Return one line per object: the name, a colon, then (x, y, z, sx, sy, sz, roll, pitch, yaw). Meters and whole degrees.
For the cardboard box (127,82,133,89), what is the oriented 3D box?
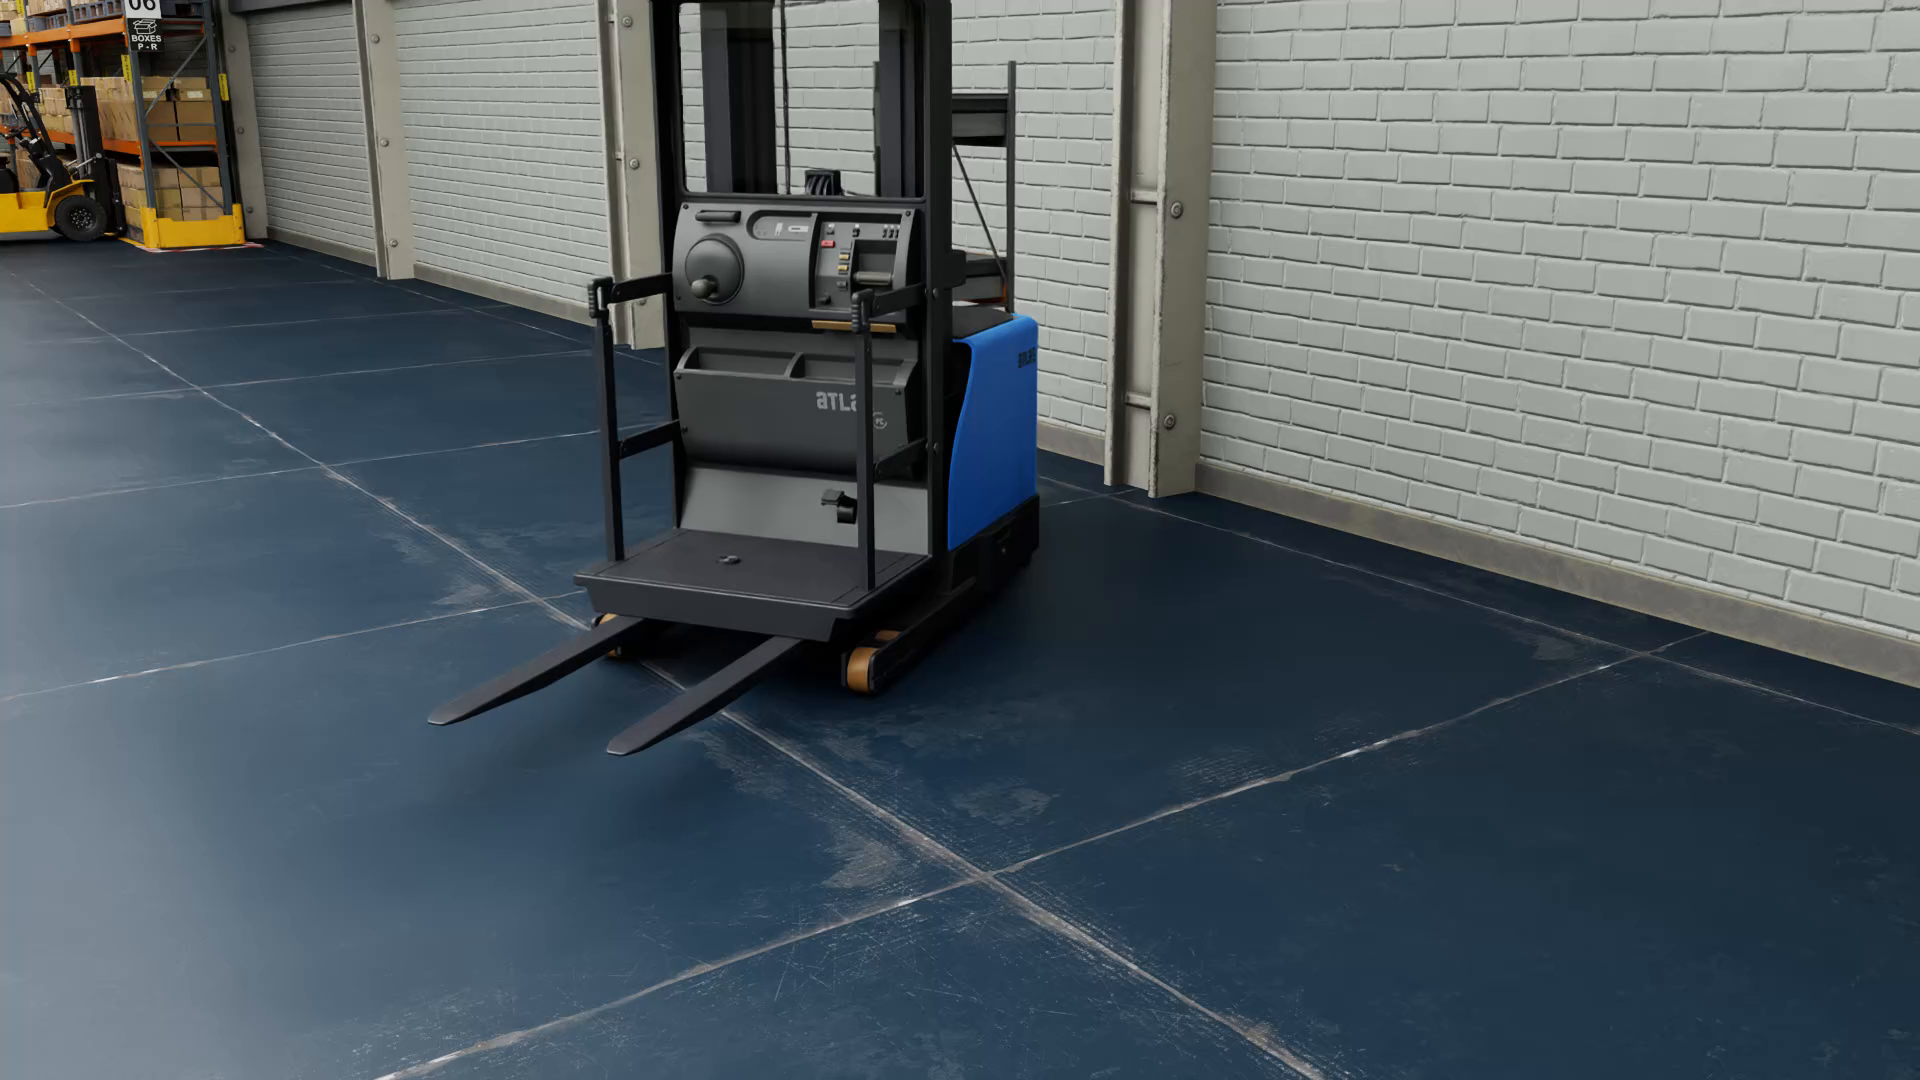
cardboard box: (-10.469, -5.873, 21.371, 0.380, 0.149, 0.250, -11, 19, -34)

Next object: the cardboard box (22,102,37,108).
cardboard box: (-15.504, -7.291, 28.020, 0.500, 0.250, 0.500, -12, 19, -37)

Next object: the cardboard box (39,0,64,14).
cardboard box: (-13.794, -8.321, 25.441, 0.500, 0.500, 0.500, -10, 18, -33)

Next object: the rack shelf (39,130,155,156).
rack shelf: (-13.445, -6.211, 25.951, 1.077, 0.370, 4.000, -11, 19, -35)

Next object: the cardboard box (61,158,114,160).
cardboard box: (-14.266, -5.907, 27.180, 0.875, 0.625, 0.625, -10, 18, -33)

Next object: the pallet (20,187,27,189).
pallet: (-16.464, -6.327, 30.292, 1.003, 0.211, 1.213, -11, 19, -35)

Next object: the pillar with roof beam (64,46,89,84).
pillar with roof beam: (-20.136, -10.353, 28.358, 9.100, 9.000, 0.400, -11, 19, -35)

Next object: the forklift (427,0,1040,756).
forklift: (-0.675, -1.012, 5.722, 1.130, 2.935, 3.031, 6, 16, 21)

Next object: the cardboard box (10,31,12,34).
cardboard box: (-17.424, -9.196, 30.287, 0.380, 0.149, 0.250, -11, 19, -35)

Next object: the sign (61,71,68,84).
sign: (-16.526, -8.485, 30.702, 0.100, 0.325, 0.005, -11, 19, -35)

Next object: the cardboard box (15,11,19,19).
cardboard box: (-15.760, -8.869, 28.146, 0.380, 0.149, 0.250, -10, 18, -33)

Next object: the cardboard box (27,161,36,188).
cardboard box: (-15.960, -6.367, 29.097, 0.500, 0.500, 0.500, -12, 19, -37)

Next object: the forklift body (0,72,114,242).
forklift body: (-12.508, -4.989, 21.732, 2.313, 2.155, 1.214, -11, 19, -35)

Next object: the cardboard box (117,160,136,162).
cardboard box: (-11.946, -5.227, 23.511, 0.500, 0.250, 0.500, -11, 19, -34)

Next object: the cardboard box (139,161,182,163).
cardboard box: (-11.227, -5.199, 23.408, 0.500, 0.250, 0.500, -11, 19, -34)

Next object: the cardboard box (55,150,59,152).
cardboard box: (-16.215, -7.009, 30.215, 0.380, 0.149, 0.250, -11, 19, -34)

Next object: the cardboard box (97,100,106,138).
cardboard box: (-11.601, -5.828, 22.997, 0.500, 0.500, 0.500, -11, 19, -35)

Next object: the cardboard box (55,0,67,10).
cardboard box: (-12.892, -7.903, 24.269, 0.500, 0.311, 0.500, -12, 19, -36)

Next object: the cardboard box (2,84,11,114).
cardboard box: (-16.565, -7.842, 29.560, 0.700, 0.500, 0.500, -11, 19, -34)

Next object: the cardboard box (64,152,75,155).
cardboard box: (-15.479, -6.723, 29.167, 0.380, 0.149, 0.250, -11, 19, -34)

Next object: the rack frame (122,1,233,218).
rack frame: (-9.918, -5.277, 21.175, 1.000, 3.000, 0.127, -11, 19, -35)

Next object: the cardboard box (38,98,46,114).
cardboard box: (-14.578, -7.018, 26.871, 0.500, 0.250, 0.500, -11, 19, -35)

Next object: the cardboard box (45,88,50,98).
cardboard box: (-14.342, -7.125, 26.508, 0.380, 0.149, 0.250, -10, 18, -33)

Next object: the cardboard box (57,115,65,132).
cardboard box: (-13.654, -6.452, 25.753, 0.500, 0.250, 0.500, -10, 18, -33)

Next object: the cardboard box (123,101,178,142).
cardboard box: (-10.419, -5.390, 21.397, 0.500, 0.500, 0.500, -11, 19, -36)

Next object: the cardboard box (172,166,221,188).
cardboard box: (-10.047, -4.768, 21.833, 0.500, 0.250, 0.500, -11, 19, -35)

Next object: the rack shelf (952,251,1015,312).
rack shelf: (-0.070, -1.060, 7.525, 0.431, 0.518, 0.480, -12, 19, -36)

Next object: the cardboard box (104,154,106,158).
cardboard box: (-14.676, -6.455, 28.189, 0.380, 0.149, 0.250, -10, 18, -32)

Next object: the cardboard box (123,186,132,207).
cardboard box: (-10.743, -4.559, 22.016, 0.500, 0.250, 0.500, -11, 19, -35)

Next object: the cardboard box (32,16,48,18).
cardboard box: (-15.025, -8.590, 27.128, 0.380, 0.149, 0.250, -10, 18, -33)

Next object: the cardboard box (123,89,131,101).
cardboard box: (-10.522, -5.719, 21.370, 0.380, 0.149, 0.250, -11, 18, -34)

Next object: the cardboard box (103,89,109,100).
cardboard box: (-11.402, -6.050, 22.581, 0.380, 0.149, 0.250, -11, 19, -36)

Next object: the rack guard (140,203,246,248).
rack guard: (-9.903, -4.066, 21.486, 1.175, 0.500, 0.348, -11, 19, -35)

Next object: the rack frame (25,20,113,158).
rack frame: (-14.621, -6.985, 27.416, 1.000, 3.000, 0.127, -11, 19, -35)

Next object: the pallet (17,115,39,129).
pallet: (-15.077, -7.027, 27.931, 1.213, 0.211, 1.003, -11, 19, -35)

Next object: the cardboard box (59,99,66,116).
cardboard box: (-13.369, -6.584, 25.287, 0.500, 0.250, 0.500, -10, 18, -33)

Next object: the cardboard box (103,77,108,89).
cardboard box: (-11.500, -6.259, 22.780, 0.380, 0.149, 0.250, -11, 19, -35)

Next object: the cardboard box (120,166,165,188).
cardboard box: (-10.746, -4.794, 21.928, 0.500, 0.250, 0.500, -10, 18, -34)

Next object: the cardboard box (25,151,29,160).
cardboard box: (-16.592, -6.931, 29.929, 0.380, 0.149, 0.250, -12, 19, -37)

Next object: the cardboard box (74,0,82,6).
cardboard box: (-11.977, -7.570, 23.055, 0.500, 0.311, 0.500, -10, 18, -33)

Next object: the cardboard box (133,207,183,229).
cardboard box: (-10.449, -4.205, 21.670, 0.500, 0.250, 0.500, -11, 19, -34)

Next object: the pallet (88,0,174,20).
pallet: (-11.034, -7.097, 22.309, 1.003, 0.211, 1.213, -11, 19, -35)

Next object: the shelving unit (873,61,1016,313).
shelving unit: (-0.070, -1.074, 7.521, 0.431, 2.100, 0.503, -12, 19, -36)

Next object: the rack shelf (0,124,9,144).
rack shelf: (-18.149, -7.920, 32.192, 1.077, 0.370, 4.000, -11, 19, -35)

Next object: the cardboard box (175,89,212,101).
cardboard box: (-9.907, -5.751, 21.488, 0.380, 0.149, 0.250, -11, 19, -36)

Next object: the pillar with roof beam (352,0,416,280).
pillar with roof beam: (-9.552, -6.510, 14.315, 9.100, 9.000, 0.400, -11, 19, -35)
